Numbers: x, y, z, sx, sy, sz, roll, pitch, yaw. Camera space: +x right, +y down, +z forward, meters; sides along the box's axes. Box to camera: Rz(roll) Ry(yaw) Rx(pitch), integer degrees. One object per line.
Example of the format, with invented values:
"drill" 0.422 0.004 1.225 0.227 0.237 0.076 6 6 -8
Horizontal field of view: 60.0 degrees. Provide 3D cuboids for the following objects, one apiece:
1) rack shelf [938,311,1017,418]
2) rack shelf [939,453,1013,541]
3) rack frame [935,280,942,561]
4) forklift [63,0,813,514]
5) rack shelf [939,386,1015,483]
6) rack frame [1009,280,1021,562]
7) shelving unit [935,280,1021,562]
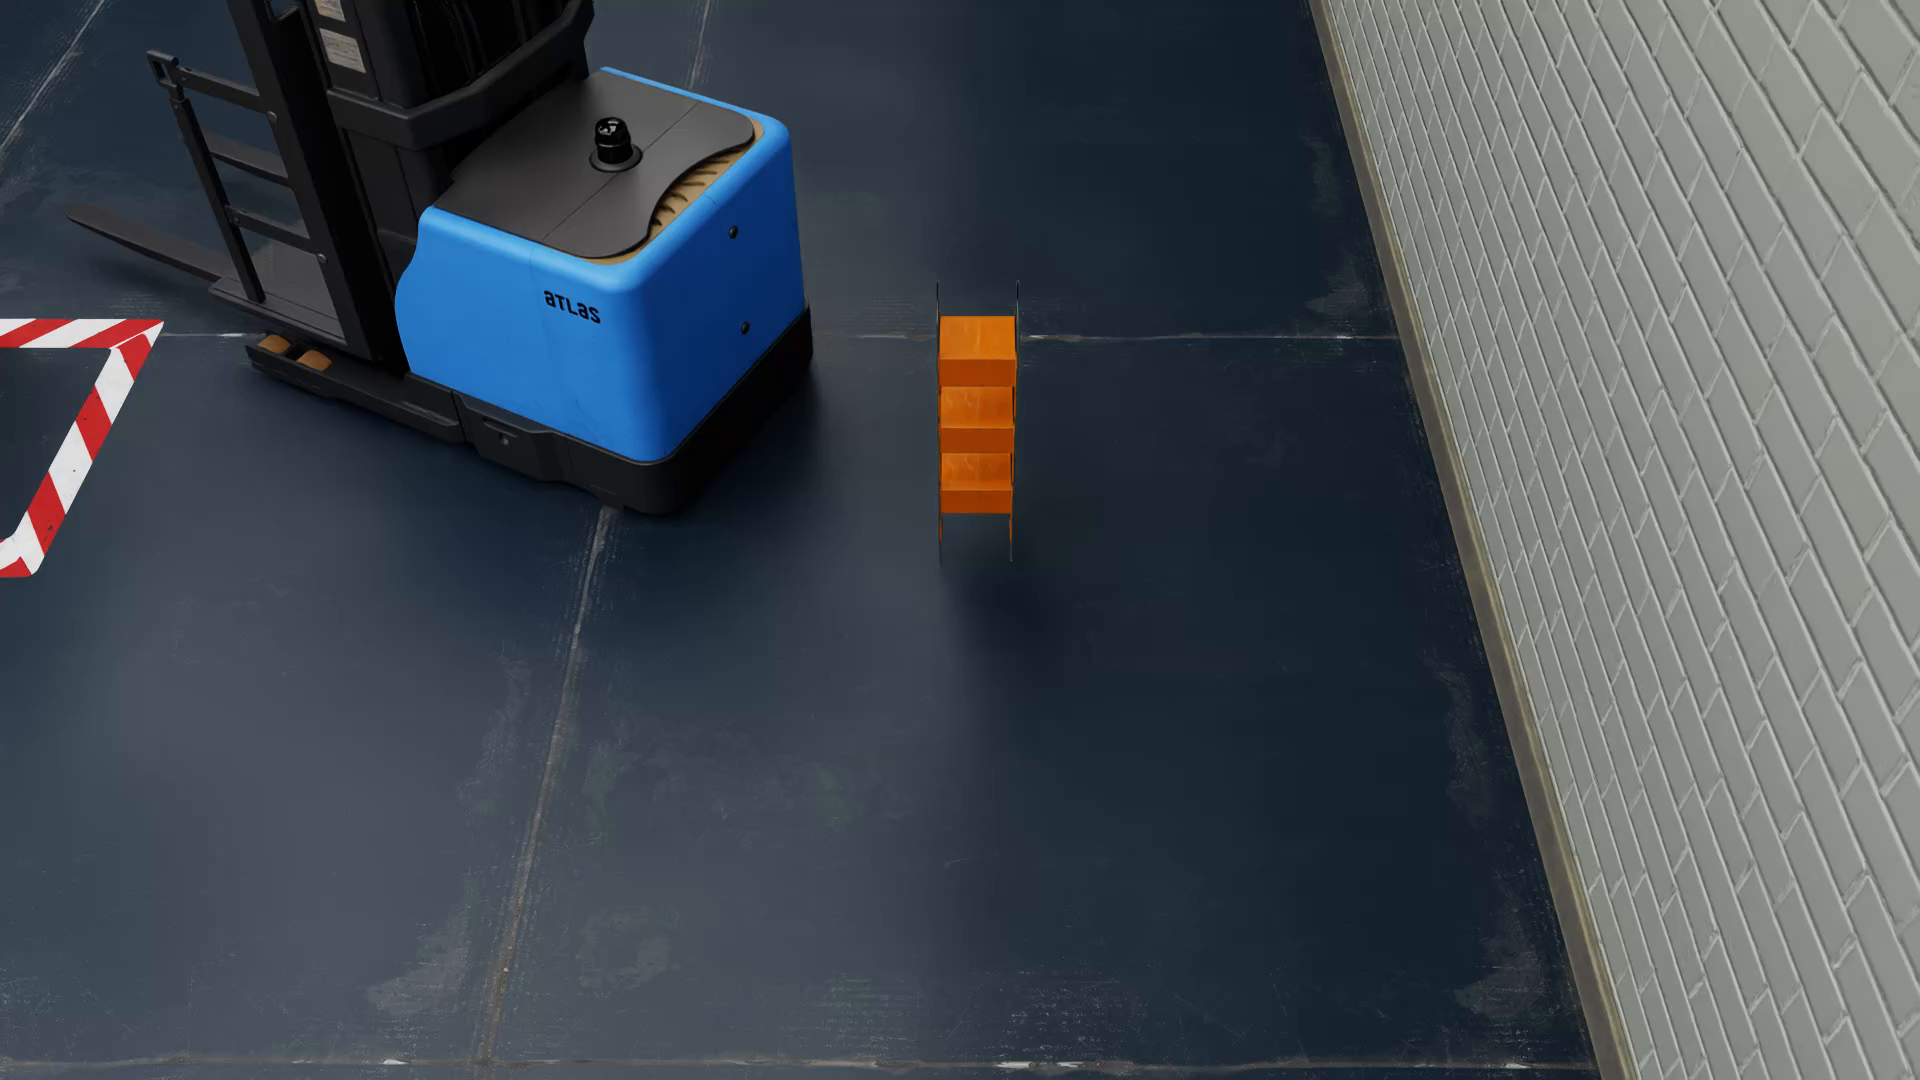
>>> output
"rack shelf" 0.054 -0.544 5.166 0.240 0.259 0.215 0 47 0
"rack shelf" 0.054 -0.161 5.577 0.240 0.259 0.215 0 47 0
"rack frame" -0.068 -0.358 5.366 0.008 1.050 0.200 0 47 0
"forklift" -2.104 -1.865 5.483 3.031 2.935 1.130 21 50 18
"rack shelf" 0.054 -0.350 5.373 0.240 0.259 0.215 0 47 0
"rack frame" 0.176 -0.357 5.365 0.008 1.050 0.200 0 47 0
"shelving unit" 0.054 -0.358 5.366 0.252 1.050 0.215 0 47 0
